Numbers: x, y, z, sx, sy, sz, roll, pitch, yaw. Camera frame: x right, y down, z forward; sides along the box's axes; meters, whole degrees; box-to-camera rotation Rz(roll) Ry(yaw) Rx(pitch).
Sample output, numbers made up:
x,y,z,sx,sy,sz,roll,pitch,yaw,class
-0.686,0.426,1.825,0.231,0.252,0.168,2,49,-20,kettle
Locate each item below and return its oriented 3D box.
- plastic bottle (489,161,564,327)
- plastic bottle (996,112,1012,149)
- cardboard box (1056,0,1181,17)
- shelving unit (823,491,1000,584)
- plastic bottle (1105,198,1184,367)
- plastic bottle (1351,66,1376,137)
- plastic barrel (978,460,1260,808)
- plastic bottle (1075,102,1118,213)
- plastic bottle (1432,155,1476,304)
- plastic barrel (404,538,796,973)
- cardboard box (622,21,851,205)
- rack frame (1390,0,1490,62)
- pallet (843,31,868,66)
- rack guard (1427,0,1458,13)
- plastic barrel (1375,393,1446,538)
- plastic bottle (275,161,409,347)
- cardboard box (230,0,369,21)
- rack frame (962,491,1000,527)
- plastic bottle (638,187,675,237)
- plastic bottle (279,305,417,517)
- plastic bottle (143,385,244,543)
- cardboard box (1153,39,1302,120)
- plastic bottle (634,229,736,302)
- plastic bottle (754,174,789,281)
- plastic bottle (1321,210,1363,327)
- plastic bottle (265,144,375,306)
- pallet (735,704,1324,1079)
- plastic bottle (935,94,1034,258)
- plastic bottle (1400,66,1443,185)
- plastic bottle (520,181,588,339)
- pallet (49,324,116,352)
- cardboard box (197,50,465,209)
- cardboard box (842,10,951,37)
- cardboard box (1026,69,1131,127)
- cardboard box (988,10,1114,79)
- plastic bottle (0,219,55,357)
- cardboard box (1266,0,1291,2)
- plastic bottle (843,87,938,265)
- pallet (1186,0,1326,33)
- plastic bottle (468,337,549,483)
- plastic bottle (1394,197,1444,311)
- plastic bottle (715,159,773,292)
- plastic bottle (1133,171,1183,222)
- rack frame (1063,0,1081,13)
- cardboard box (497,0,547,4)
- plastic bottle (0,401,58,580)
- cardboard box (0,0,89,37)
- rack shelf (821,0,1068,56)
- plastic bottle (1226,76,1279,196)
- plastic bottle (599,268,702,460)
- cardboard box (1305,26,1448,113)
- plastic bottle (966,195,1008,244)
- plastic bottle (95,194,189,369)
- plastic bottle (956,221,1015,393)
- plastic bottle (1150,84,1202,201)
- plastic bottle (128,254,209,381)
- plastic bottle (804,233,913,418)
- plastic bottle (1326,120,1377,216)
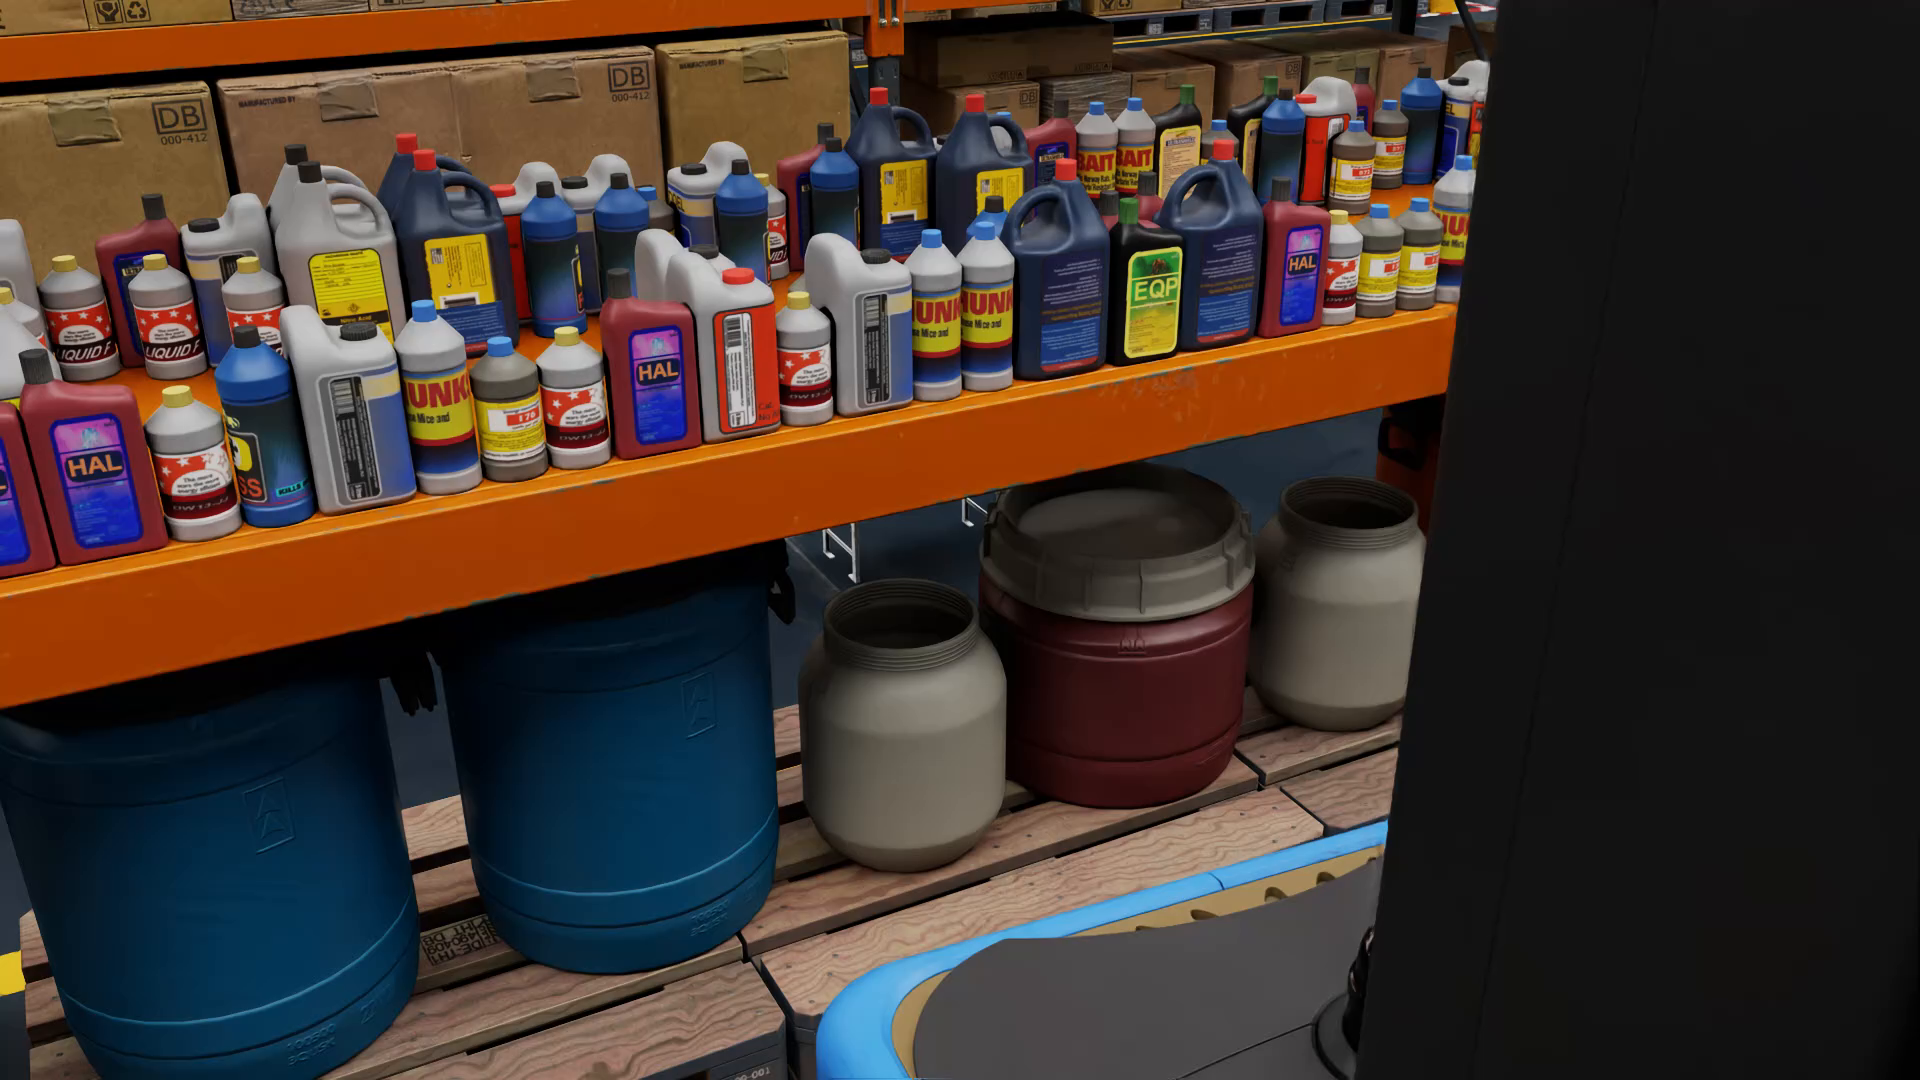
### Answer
x,y,z,sx,sy,sz,roll,pitch,yaw,class
-0.807,-0.553,3.079,0.135,0.276,0.152,-13,29,-25,plastic bottle
0.091,-0.771,3.539,0.097,0.271,0.097,0,26,0,plastic bottle
1.302,-4.996,14.160,0.875,0.875,0.875,-13,28,-24,cardboard box
-0.146,-0.507,4.920,0.503,1.200,0.258,-13,29,-25,shelving unit
0.314,-0.447,2.850,0.133,0.283,0.061,-13,29,-25,plastic bottle
0.914,-0.976,3.951,0.133,0.283,0.061,-13,29,-25,plastic bottle
0.340,0.192,3.686,0.708,0.588,0.600,-13,29,-25,plastic barrel
0.295,-0.818,3.637,0.097,0.271,0.097,0,26,0,plastic bottle
0.946,-0.596,3.175,0.097,0.271,0.097,0,26,0,plastic bottle
-0.657,0.280,3.139,0.708,0.901,0.600,-13,29,-25,plastic barrel
-1.190,-2.033,7.988,0.875,0.875,1.225,-14,29,-27,cardboard box
2.958,-3.749,9.592,0.127,3.000,1.000,-13,29,-25,rack frame
-1.010,-3.970,13.275,1.213,0.211,1.003,-13,29,-25,pallet
4.264,-5.356,15.828,0.348,0.500,1.175,-13,29,-25,rack guard
1.336,-0.147,4.113,0.708,0.830,0.600,-13,29,-25,plastic barrel
-1.045,-0.463,2.805,0.185,0.351,0.144,-13,29,-25,plastic bottle
-2.692,-2.367,6.599,0.500,0.500,0.500,-14,29,-26,cardboard box
0.069,-0.557,5.024,0.015,1.200,0.240,-13,29,-25,rack frame
-0.599,-0.580,3.223,0.097,0.201,0.097,0,26,0,plastic bottle
-0.859,-0.195,2.334,0.135,0.276,0.152,-13,29,-25,plastic bottle
-1.035,-0.108,2.238,0.097,0.201,0.097,0,26,0,plastic bottle
1.483,-2.499,9.369,0.500,0.500,0.700,-16,30,-29,cardboard box
-0.437,-0.367,2.692,0.135,0.276,0.152,-13,29,-25,plastic bottle
-0.394,-0.628,3.321,0.097,0.201,0.097,0,26,0,plastic bottle
0.688,-0.505,3.066,0.097,0.201,0.097,0,26,0,plastic bottle
-1.113,-0.518,2.919,0.185,0.351,0.144,-13,29,-25,plastic bottle
0.008,0.638,3.677,1.213,0.211,1.003,-13,29,-25,pallet
0.050,-0.711,3.323,0.185,0.351,0.144,-13,29,-25,plastic bottle
1.111,-1.006,4.029,0.097,0.271,0.097,0,26,0,plastic bottle
-0.732,-0.507,2.988,0.097,0.271,0.097,0,26,0,plastic bottle
-3.455,-1.048,7.189,1.213,0.211,1.003,-13,29,-25,pallet
-2.757,-1.671,7.234,0.875,0.875,1.225,-14,29,-27,cardboard box
-0.645,-4.483,13.235,0.750,0.750,1.050,-13,29,-25,cardboard box
0.494,-2.267,8.887,0.500,0.500,0.700,-16,30,-29,cardboard box
0.469,-2.603,8.720,0.500,0.250,0.500,-10,27,-19,cardboard box
-1.574,-0.375,2.710,0.135,0.276,0.152,-13,29,-25,plastic bottle
2.900,-5.366,14.931,0.875,0.875,0.875,-13,29,-26,cardboard box
-0.141,-0.742,3.387,0.185,0.351,0.144,-13,29,-25,plastic bottle
2.499,-4.782,14.965,1.213,0.211,1.003,-13,29,-25,pallet
-0.658,-0.194,2.419,0.097,0.201,0.097,0,26,0,plastic bottle
0.860,-0.545,3.149,0.097,0.201,0.097,0,26,0,plastic bottle
-0.408,-0.581,3.144,0.097,0.271,0.097,0,26,0,plastic bottle
0.364,-0.529,3.021,0.133,0.283,0.061,-13,29,-25,plastic bottle
0.714,-5.663,13.580,0.127,3.000,1.000,-13,29,-25,rack frame
-1.789,-2.578,7.037,0.500,0.500,0.500,-14,29,-27,cardboard box
-1.246,-0.087,2.100,0.133,0.283,0.061,-13,29,-25,plastic bottle
-3.577,-2.163,6.173,0.500,0.500,0.500,-13,29,-25,cardboard box
1.194,-3.017,8.899,4.000,0.370,1.077,-13,29,-25,rack shelf
0.678,-0.921,3.837,0.133,0.283,0.061,-13,29,-25,plastic bottle
-0.462,-0.268,2.477,0.133,0.283,0.061,-13,29,-25,plastic bottle
2.407,-2.703,9.794,0.500,0.500,0.700,-15,30,-29,cardboard box
0.059,-0.462,2.896,0.097,0.271,0.097,0,26,0,plastic bottle
-1.392,-0.443,2.843,0.133,0.283,0.061,-13,29,-25,plastic bottle
0.041,-0.387,2.740,0.097,0.271,0.097,0,26,0,plastic bottle
0.474,-0.874,3.739,0.133,0.283,0.061,-13,29,-25,plastic bottle
-1.338,-0.380,2.805,0.097,0.201,0.097,0,26,0,plastic bottle
-0.160,-0.356,2.670,0.135,0.276,0.152,-13,29,-25,plastic bottle
0.893,-0.850,3.784,0.097,0.201,0.097,0,26,0,plastic bottle
